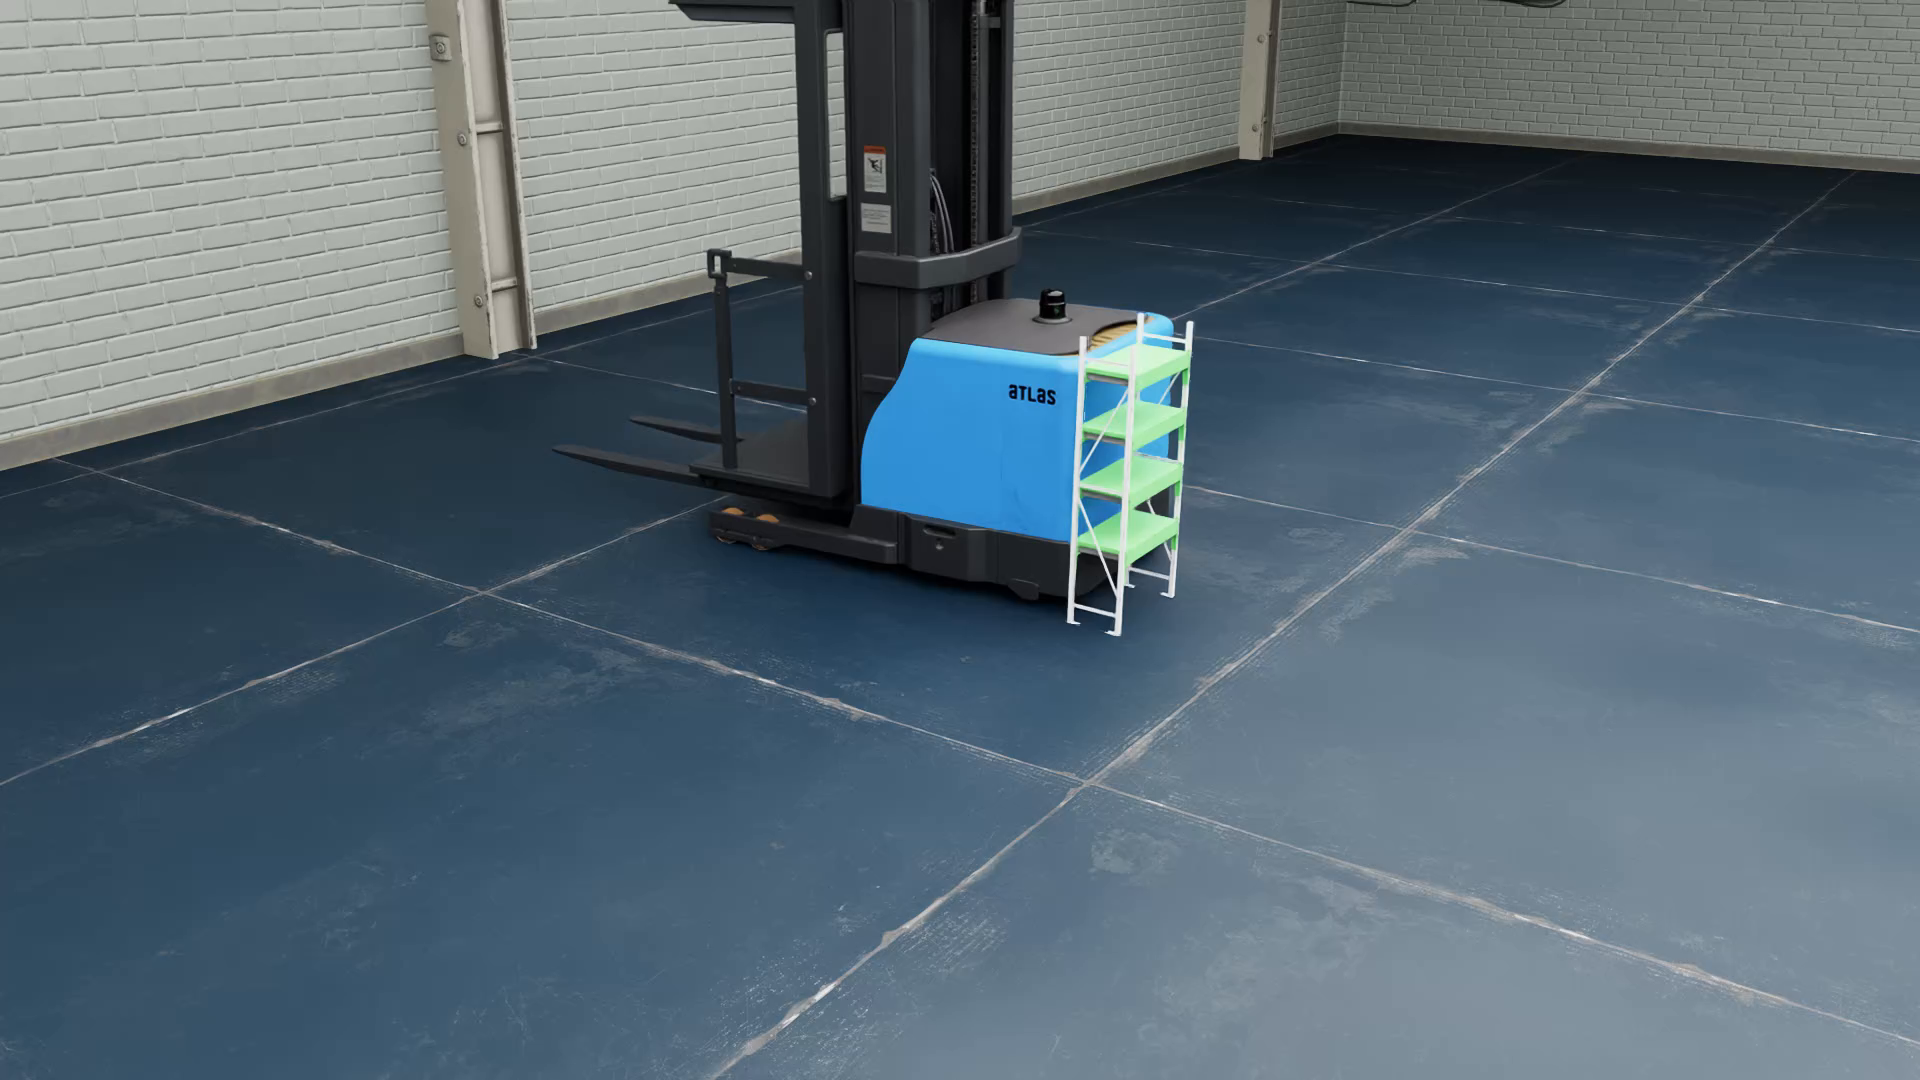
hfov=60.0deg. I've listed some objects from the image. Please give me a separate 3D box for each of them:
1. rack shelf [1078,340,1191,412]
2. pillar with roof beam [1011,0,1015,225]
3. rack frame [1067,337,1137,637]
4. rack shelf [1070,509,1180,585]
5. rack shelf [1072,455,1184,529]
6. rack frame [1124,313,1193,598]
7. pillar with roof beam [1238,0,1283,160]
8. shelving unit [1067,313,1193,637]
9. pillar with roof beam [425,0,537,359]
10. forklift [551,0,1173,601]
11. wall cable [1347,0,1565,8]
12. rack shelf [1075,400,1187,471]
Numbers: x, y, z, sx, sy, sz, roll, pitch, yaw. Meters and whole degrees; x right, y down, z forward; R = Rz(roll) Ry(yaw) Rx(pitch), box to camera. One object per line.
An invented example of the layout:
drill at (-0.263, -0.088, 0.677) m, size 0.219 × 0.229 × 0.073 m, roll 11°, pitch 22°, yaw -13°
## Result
rack shelf at (0.696, -0.656, 6.602) m, size 0.258 × 0.148 × 0.480 m, roll 14°, pitch 24°, yaw 30°
pillar with roof beam at (3.827, -6.383, 12.049) m, size 9.100 × 9.000 × 0.400 m, roll 13°, pitch 24°, yaw 32°
rack frame at (0.556, -0.197, 6.559) m, size 0.240 × 1.200 × 0.015 m, roll 14°, pitch 24°, yaw 30°
rack shelf at (0.683, 0.016, 6.860) m, size 0.258 × 0.148 × 0.480 m, roll 14°, pitch 24°, yaw 30°
rack shelf at (0.687, -0.208, 6.774) m, size 0.258 × 0.148 × 0.480 m, roll 14°, pitch 24°, yaw 30°
rack frame at (0.820, -0.339, 6.943) m, size 0.240 × 1.200 × 0.015 m, roll 14°, pitch 24°, yaw 30°
pillar with roof beam at (7.200, -8.104, 16.703) m, size 9.100 × 9.000 × 0.400 m, roll 13°, pitch 24°, yaw 32°
shelving unit at (0.688, -0.268, 6.751) m, size 0.258 × 1.200 × 0.503 m, roll 14°, pitch 24°, yaw 30°
pillar with roof beam at (0.455, -4.661, 7.395) m, size 9.100 × 9.000 × 0.400 m, roll 13°, pitch 24°, yaw 32°
forklift at (-0.580, -1.471, 7.518) m, size 3.031 × 2.935 × 1.130 m, roll 11°, pitch 23°, yaw 27°
wall cable at (6.390, -8.075, 21.099) m, size 3.097 × 2.526 × 0.112 m, roll 13°, pitch 24°, yaw 32°
rack shelf at (0.691, -0.432, 6.688) m, size 0.258 × 0.148 × 0.480 m, roll 14°, pitch 24°, yaw 30°
